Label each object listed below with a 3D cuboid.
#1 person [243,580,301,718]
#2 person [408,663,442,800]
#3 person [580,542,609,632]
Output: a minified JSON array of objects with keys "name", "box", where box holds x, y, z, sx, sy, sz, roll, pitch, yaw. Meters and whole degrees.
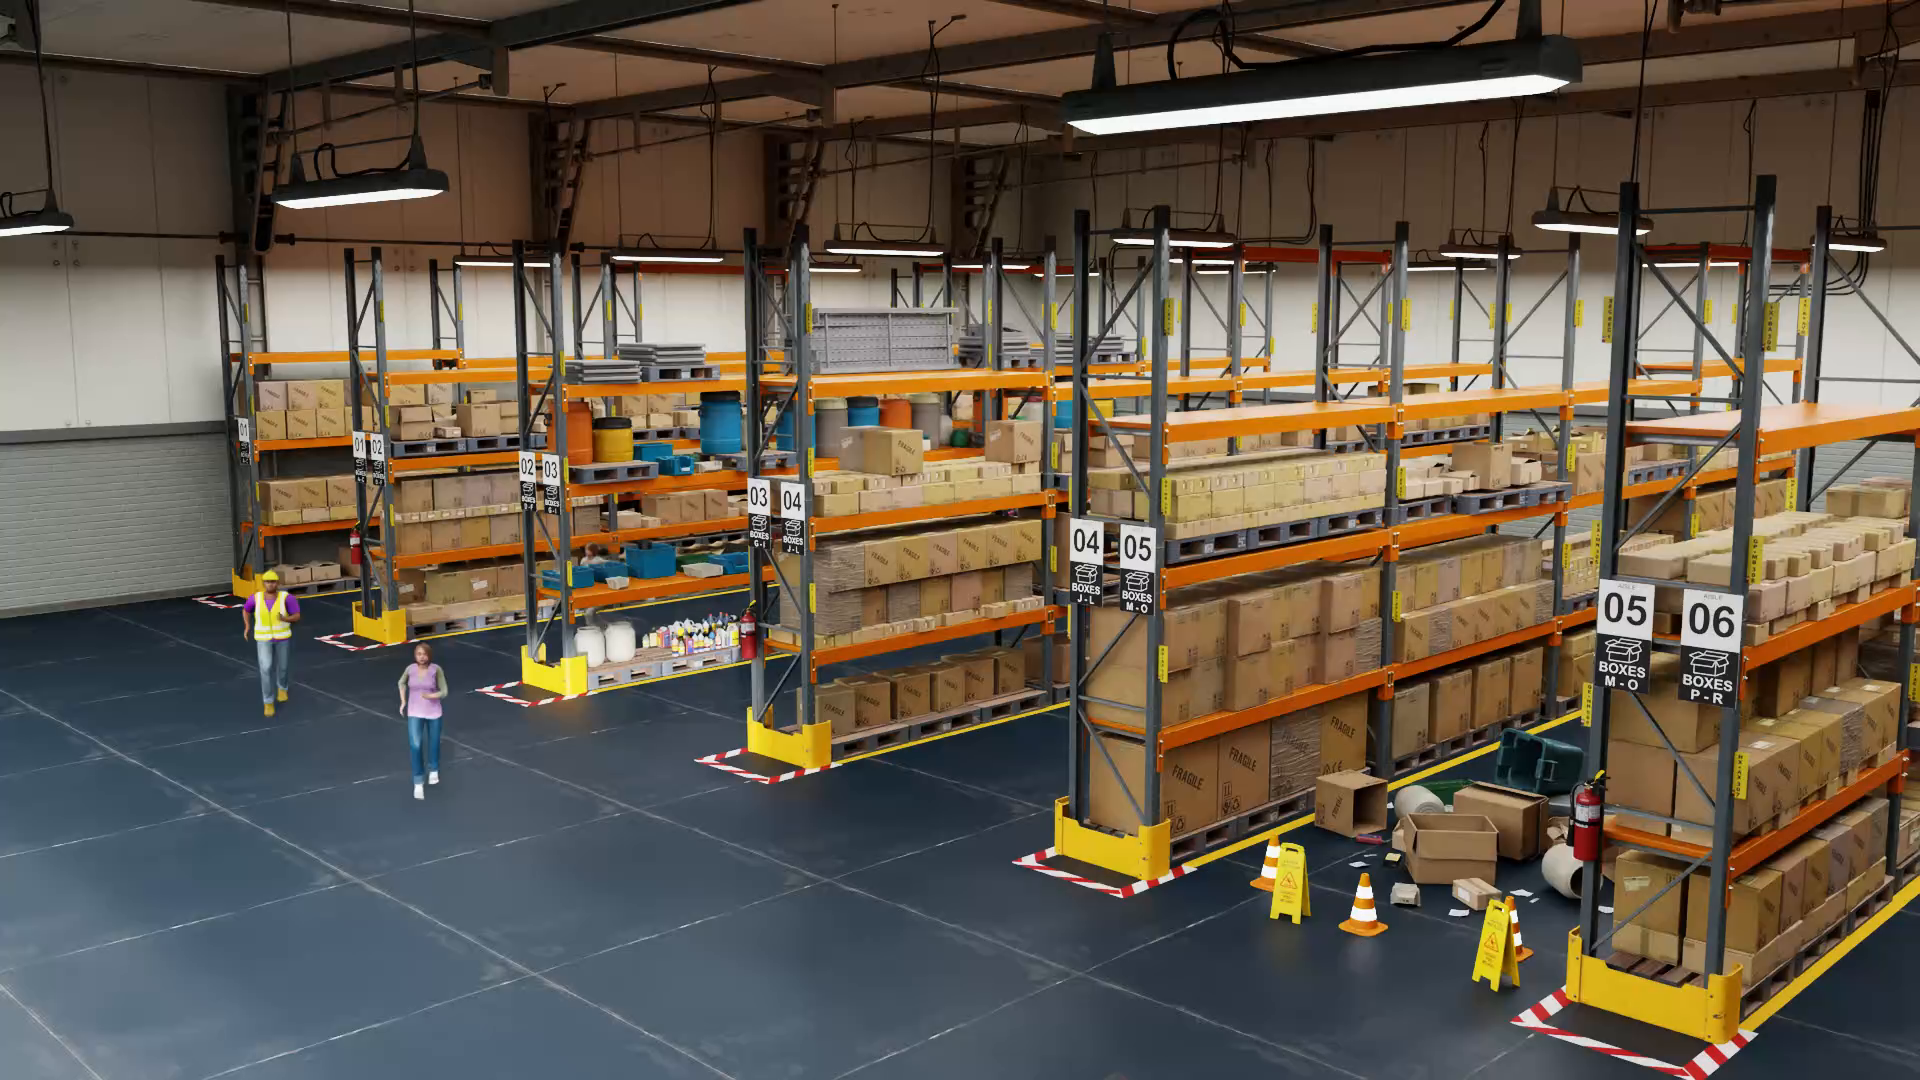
[{"name":"person","box":[-8.747,1.301,21.190,0.682,1.763,0.879,-3,9,-23]},{"name":"person","box":[-5.667,1.998,17.646,0.356,1.417,0.625,-2,8,-16]},{"name":"person","box":[-5.504,0.762,24.972,0.532,1.494,0.718,5,9,31]}]
